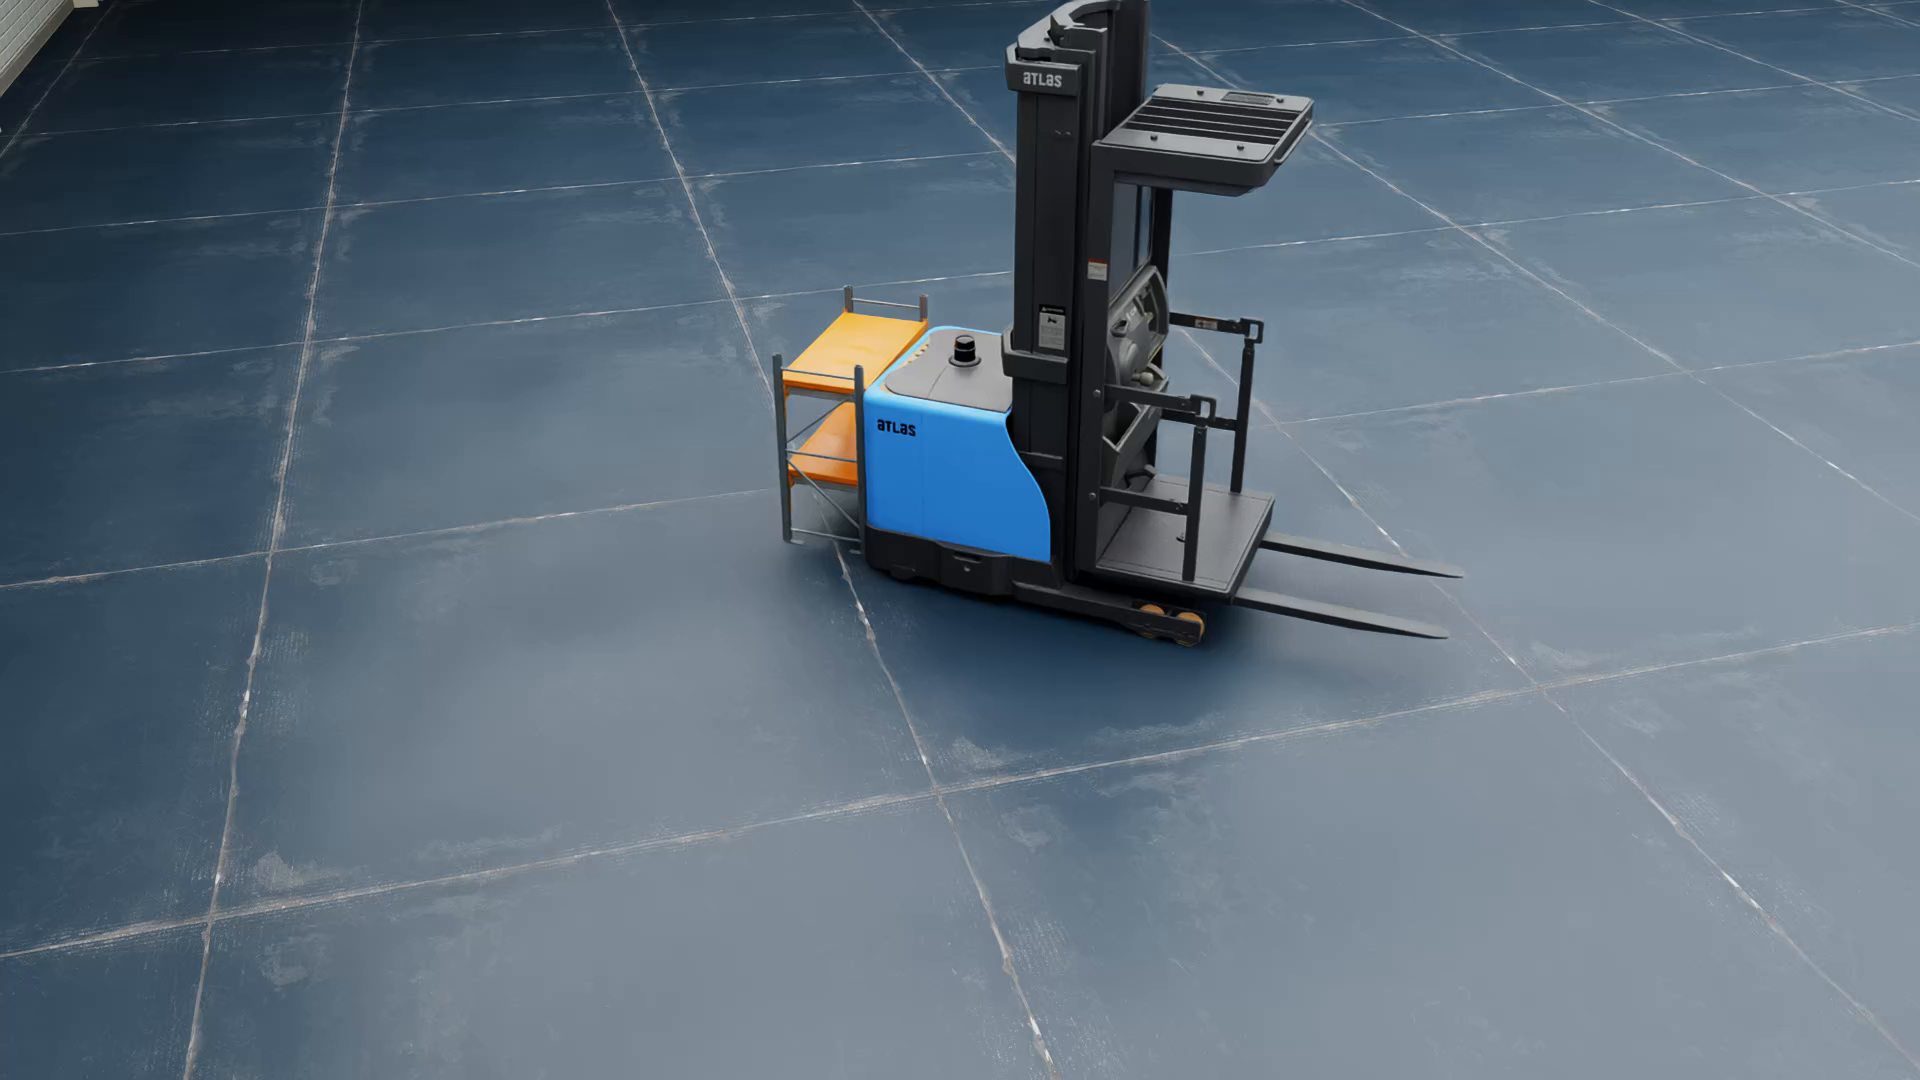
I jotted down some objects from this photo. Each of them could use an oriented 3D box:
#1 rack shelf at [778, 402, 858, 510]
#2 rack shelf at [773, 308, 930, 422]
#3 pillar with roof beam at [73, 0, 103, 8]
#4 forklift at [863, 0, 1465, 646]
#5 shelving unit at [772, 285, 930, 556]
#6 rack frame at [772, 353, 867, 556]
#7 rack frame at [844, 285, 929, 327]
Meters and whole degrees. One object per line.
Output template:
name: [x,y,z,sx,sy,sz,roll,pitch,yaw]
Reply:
rack shelf: [-0.580,-0.475,9.436,0.538,0.278,1.000,9,31,16]
rack shelf: [-0.580,-0.940,9.167,0.538,0.278,1.000,9,31,16]
pillar with roof beam: [-6.811,-11.205,19.626,9.100,9.000,0.400,-8,31,-13]
forklift: [1.062,-1.040,8.121,3.031,2.935,1.130,11,32,19]
shelving unit: [-0.580,-0.687,9.314,0.538,1.125,1.048,9,31,16]
rack frame: [-0.739,-0.445,8.896,0.500,1.125,0.032,9,31,16]
rack frame: [-0.422,-0.929,9.732,0.500,1.125,0.032,9,31,16]
